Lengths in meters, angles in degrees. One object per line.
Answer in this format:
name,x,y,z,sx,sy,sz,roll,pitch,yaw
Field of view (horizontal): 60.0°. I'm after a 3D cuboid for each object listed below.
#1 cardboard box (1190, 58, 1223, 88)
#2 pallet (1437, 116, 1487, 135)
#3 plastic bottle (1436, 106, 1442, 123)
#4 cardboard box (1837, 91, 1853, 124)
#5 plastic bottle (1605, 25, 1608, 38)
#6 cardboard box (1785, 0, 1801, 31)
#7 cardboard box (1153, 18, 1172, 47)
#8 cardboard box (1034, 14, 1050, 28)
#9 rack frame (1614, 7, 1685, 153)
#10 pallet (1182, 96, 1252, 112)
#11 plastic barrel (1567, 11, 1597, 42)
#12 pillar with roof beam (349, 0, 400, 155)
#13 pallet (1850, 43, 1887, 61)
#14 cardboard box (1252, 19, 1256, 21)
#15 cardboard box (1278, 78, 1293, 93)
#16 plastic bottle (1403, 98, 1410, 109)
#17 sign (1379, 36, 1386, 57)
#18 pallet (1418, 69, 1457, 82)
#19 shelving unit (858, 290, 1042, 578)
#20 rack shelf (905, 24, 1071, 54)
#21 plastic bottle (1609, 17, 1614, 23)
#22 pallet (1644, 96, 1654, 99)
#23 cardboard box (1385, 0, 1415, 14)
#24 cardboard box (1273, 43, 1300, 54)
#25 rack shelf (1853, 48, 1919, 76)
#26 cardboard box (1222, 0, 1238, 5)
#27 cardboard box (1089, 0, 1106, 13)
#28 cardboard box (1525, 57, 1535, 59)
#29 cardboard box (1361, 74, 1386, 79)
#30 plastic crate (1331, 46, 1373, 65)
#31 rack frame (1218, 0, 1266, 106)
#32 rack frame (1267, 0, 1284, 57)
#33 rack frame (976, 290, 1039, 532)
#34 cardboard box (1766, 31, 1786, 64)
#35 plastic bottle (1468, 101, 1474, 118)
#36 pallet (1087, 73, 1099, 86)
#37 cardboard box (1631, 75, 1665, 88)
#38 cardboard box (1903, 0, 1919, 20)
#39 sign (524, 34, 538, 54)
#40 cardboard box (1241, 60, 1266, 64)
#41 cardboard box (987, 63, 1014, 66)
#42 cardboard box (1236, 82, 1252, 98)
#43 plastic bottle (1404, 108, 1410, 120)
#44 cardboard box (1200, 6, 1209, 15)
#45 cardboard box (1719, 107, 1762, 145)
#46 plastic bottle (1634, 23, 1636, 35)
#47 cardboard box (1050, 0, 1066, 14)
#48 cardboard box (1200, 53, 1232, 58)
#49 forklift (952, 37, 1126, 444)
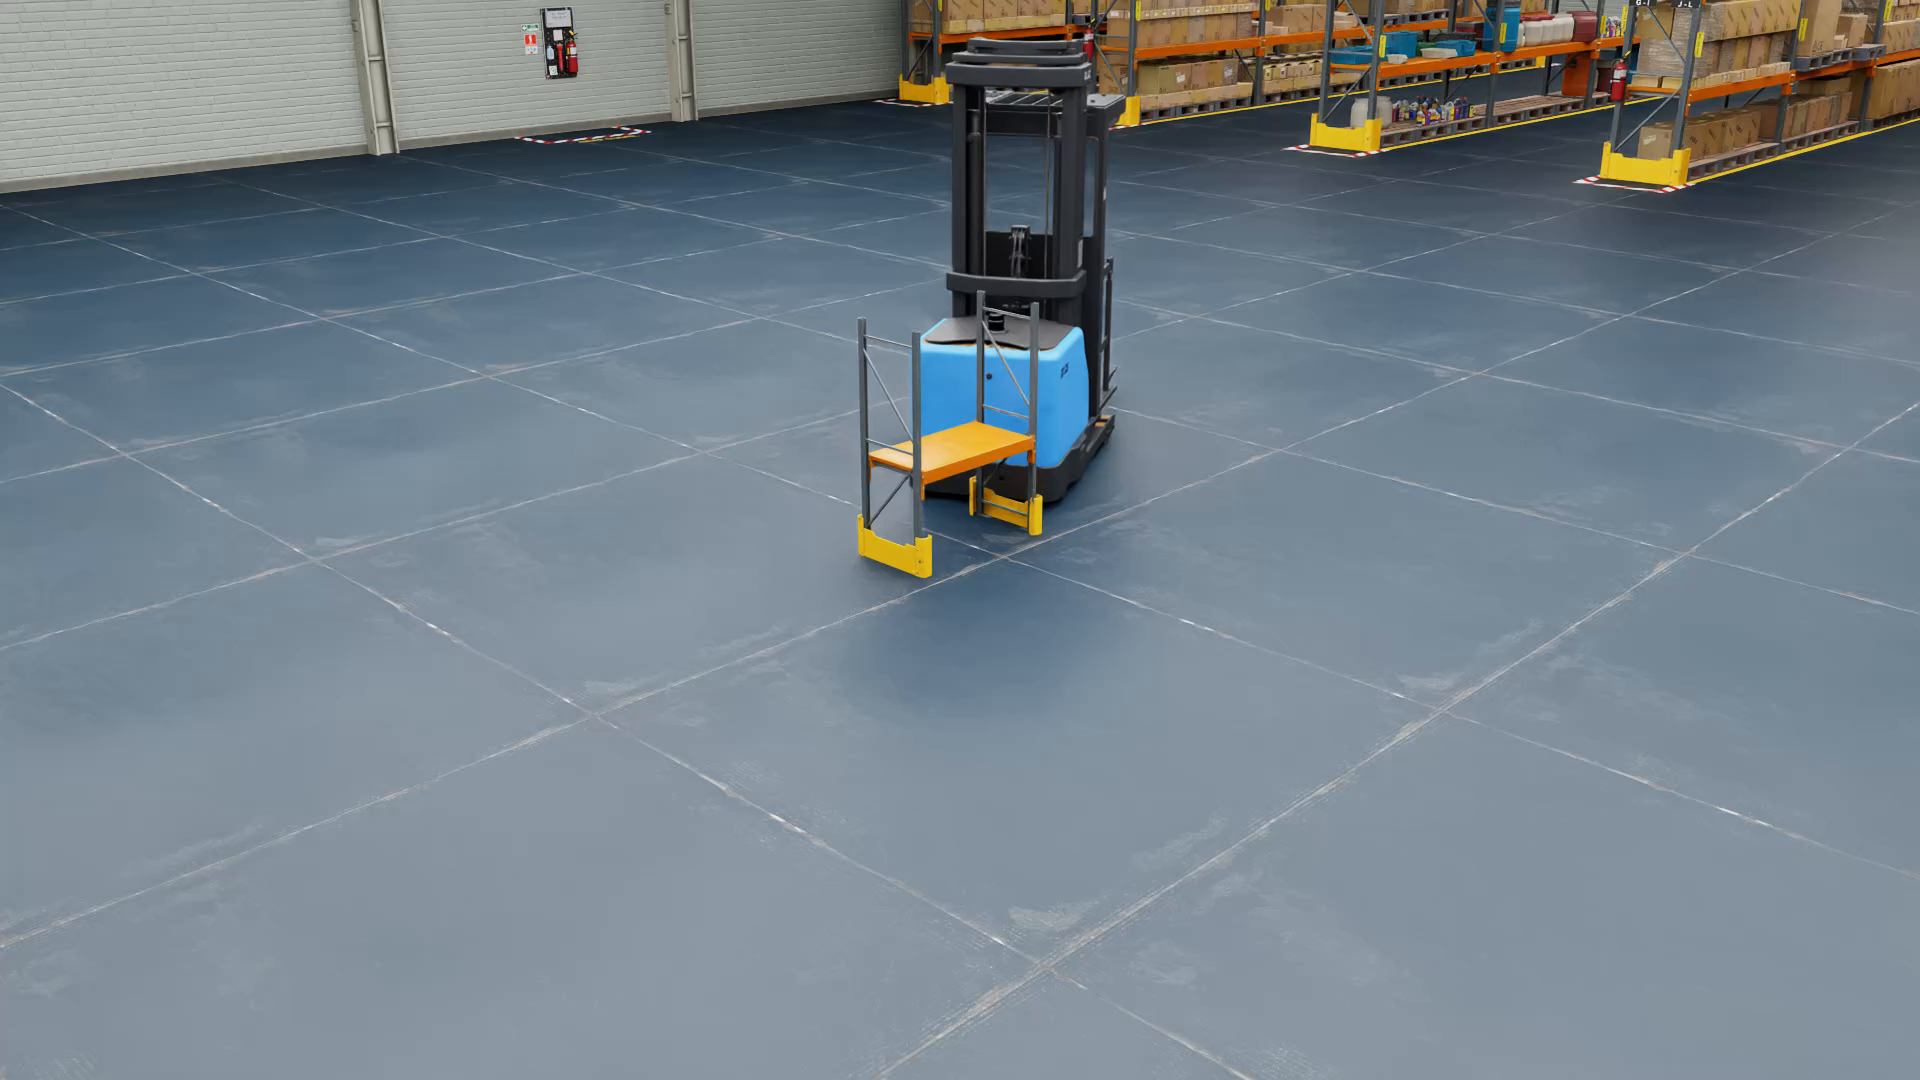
cardboard box,4.688,-8.948,31.877,0.500,0.500,0.500,19,28,41
pallet,8.606,-7.410,29.560,1.003,0.211,1.213,19,28,41
plastic bottle,8.252,-7.332,28.658,0.097,0.271,0.097,0,21,0
cardboard box,14.991,-7.524,28.840,0.700,0.500,0.500,17,27,38
plastic bottle,12.529,-9.896,32.318,0.097,0.271,0.097,0,21,0
cardboard box,12.536,-8.102,25.526,0.500,0.500,0.500,19,28,41
cardboard box,3.465,-9.386,30.675,0.500,0.500,0.700,-19,28,-41
cardboard box,1.540,-10.969,35.114,0.500,0.250,0.500,19,28,41
rack frame,9.865,-6.605,23.579,0.949,2.616,0.053,19,28,41
pallet,4.973,-8.619,32.705,1.003,0.211,1.213,19,28,41
plastic barrel,11.788,-9.771,31.625,0.600,0.536,0.708,19,28,41
pillar with roof beam,-6.202,-9.360,22.384,9.100,9.000,0.400,19,28,41
pallet,15.023,-8.363,28.420,1.213,0.211,1.003,19,28,41
cardboard box,6.040,-10.324,33.441,0.396,0.266,0.258,18,28,39
cardboard box,6.375,-9.200,33.577,0.500,0.250,0.500,-19,28,-41
plastic bottle,7.816,-7.582,29.198,0.144,0.351,0.185,19,28,40
sign,6.705,-7.836,26.396,0.100,0.325,0.005,19,28,41
pallet,10.599,-10.651,37.991,1.003,0.211,1.213,19,28,41
shelving unit,-0.053,-0.680,10.255,0.587,1.500,1.083,19,28,41
rack shelf,0.611,-10.504,34.724,1.077,0.370,4.000,19,28,41
plastic bottle,13.282,-10.551,34.018,0.152,0.276,0.135,19,28,41
pallet,14.117,-9.441,34.843,1.003,0.211,1.213,19,28,41
cardboard box,9.482,-11.763,36.273,0.500,0.500,0.700,-14,25,-32
cardboard box,8.182,-12.606,42.089,0.700,0.500,0.500,20,29,41
rack shelf,16.839,-8.841,30.398,1.077,0.370,4.000,19,28,41
cardboard box,4.901,-10.521,31.819,0.700,0.500,0.500,19,28,41
cardboard box,2.781,-11.870,36.523,0.500,0.500,0.700,-17,27,-37
cardboard box,13.727,-12.037,40.580,0.500,0.500,0.500,19,28,41
cardboard box,8.871,-10.227,35.873,0.500,0.500,0.500,-19,28,-40
plastic crate,6.449,-7.980,27.363,0.499,0.251,0.616,19,28,41
rack frame,5.558,-10.115,32.710,1.000,3.000,0.127,19,28,41
rack frame,7.587,-13.410,41.283,1.000,3.000,0.127,19,28,41
rack frame,0.295,-0.809,10.588,0.500,1.500,0.032,19,28,41
cardboard box,12.295,-7.720,25.924,0.875,0.500,0.500,19,28,41
plastic bottle,9.005,-7.605,29.353,0.133,0.283,0.061,-18,28,-39
pallet,2.548,-10.253,36.955,1.003,0.211,1.213,19,28,41
cardboard box,9.914,-6.614,23.951,0.380,0.149,0.250,19,28,41
cardboard box,16.885,-9.702,30.099,0.637,0.503,0.797,-19,28,-40
sign,-7.312,-8.454,28.339,0.001,0.329,0.234,19,28,41
cardboard box,5.994,-9.600,33.836,0.500,0.311,0.500,-19,28,-41
cardboard box,0.708,-9.842,34.871,0.700,0.500,0.500,17,27,37
cardboard box,5.391,-8.853,32.675,0.500,0.250,0.500,19,28,41
plastic bottle,7.803,-7.445,29.051,0.097,0.201,0.097,0,21,0
cardboard box,4.452,-9.946,31.226,0.250,0.149,0.380,-19,28,-40
cardboard box,12.345,-6.571,26.388,0.500,0.500,0.500,18,28,39
plastic bottle,13.396,-10.231,33.185,0.152,0.276,0.135,19,28,41
cardboard box,1.898,-11.444,35.304,0.500,0.500,0.500,19,28,41
cardboard box,5.010,-9.337,32.887,0.500,0.500,0.500,19,28,41
forklift,0.552,-2.116,11.994,1.121,2.935,3.031,6,22,15
